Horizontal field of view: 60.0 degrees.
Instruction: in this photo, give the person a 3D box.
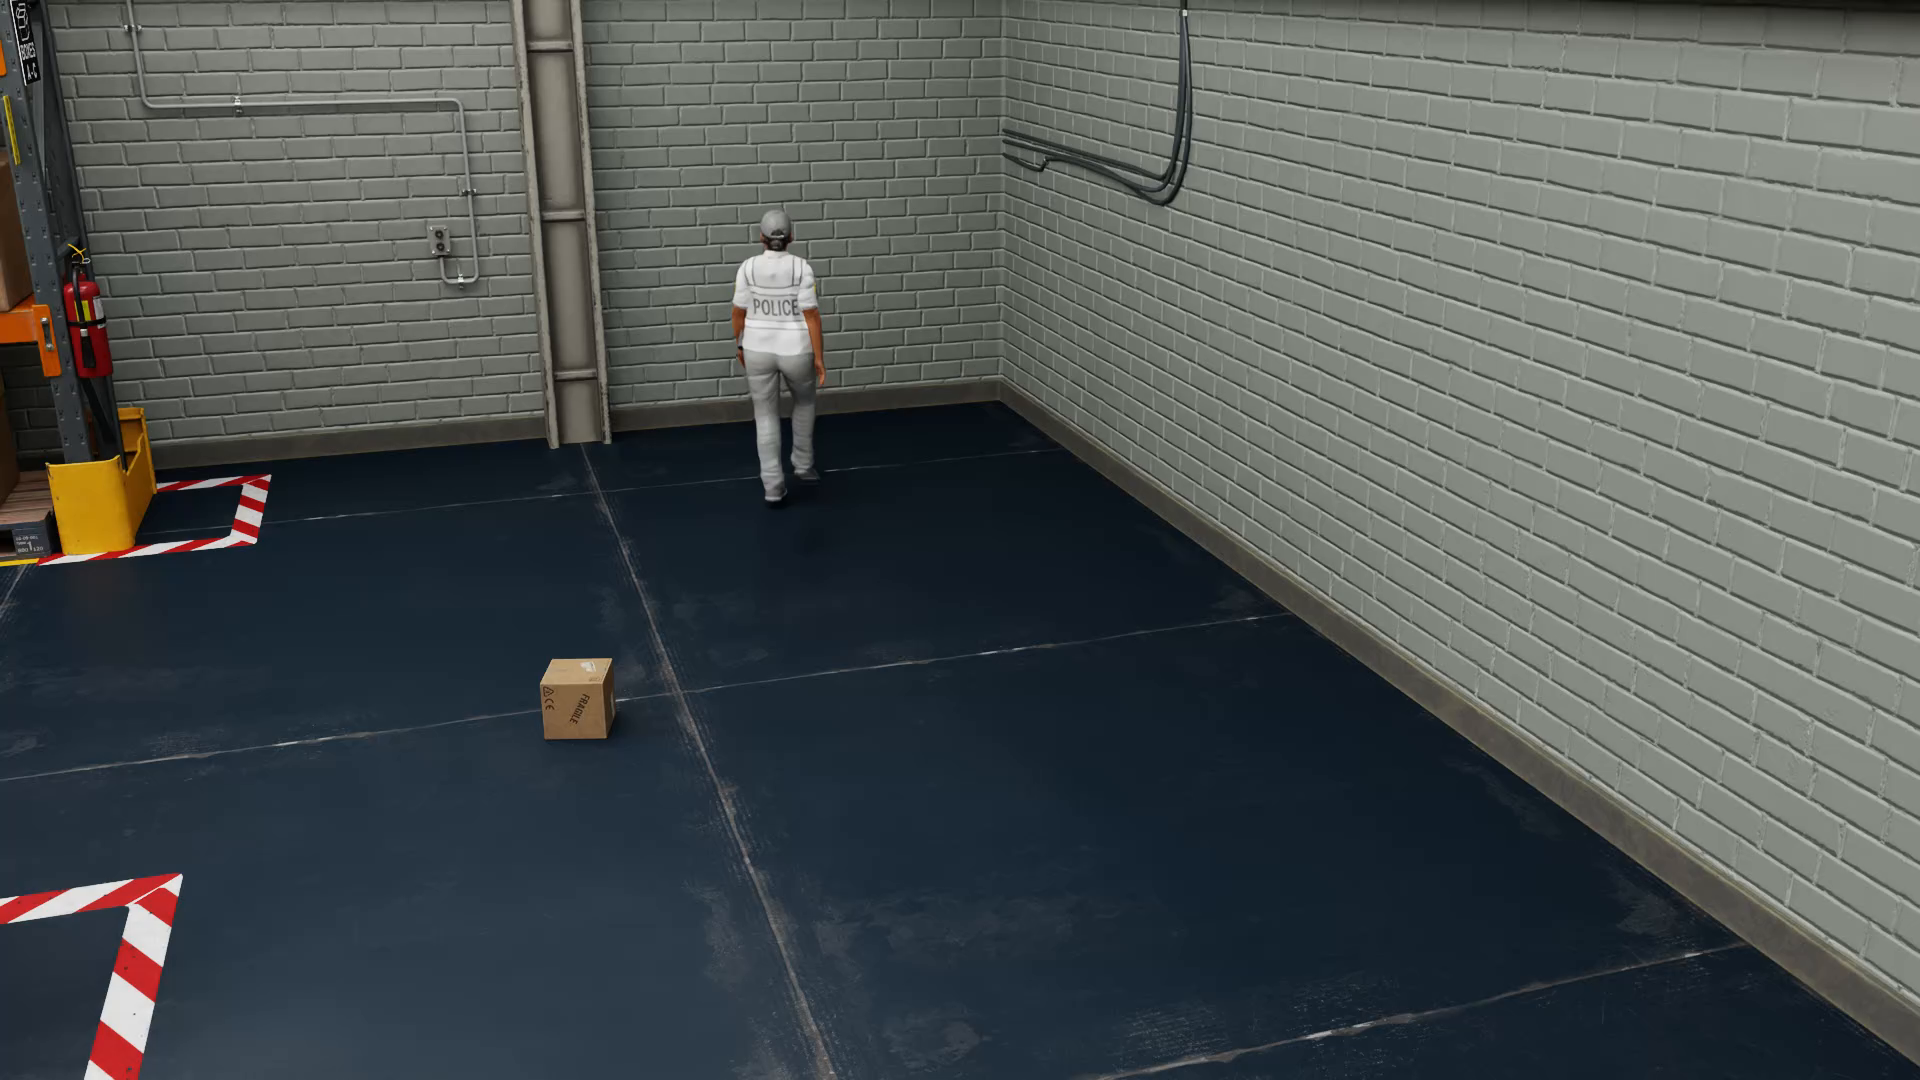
[{"bbox_3d":[-1.041,-1.054,9.604,0.523,1.711,0.702,-2,19,-5],"label":"person"}]
